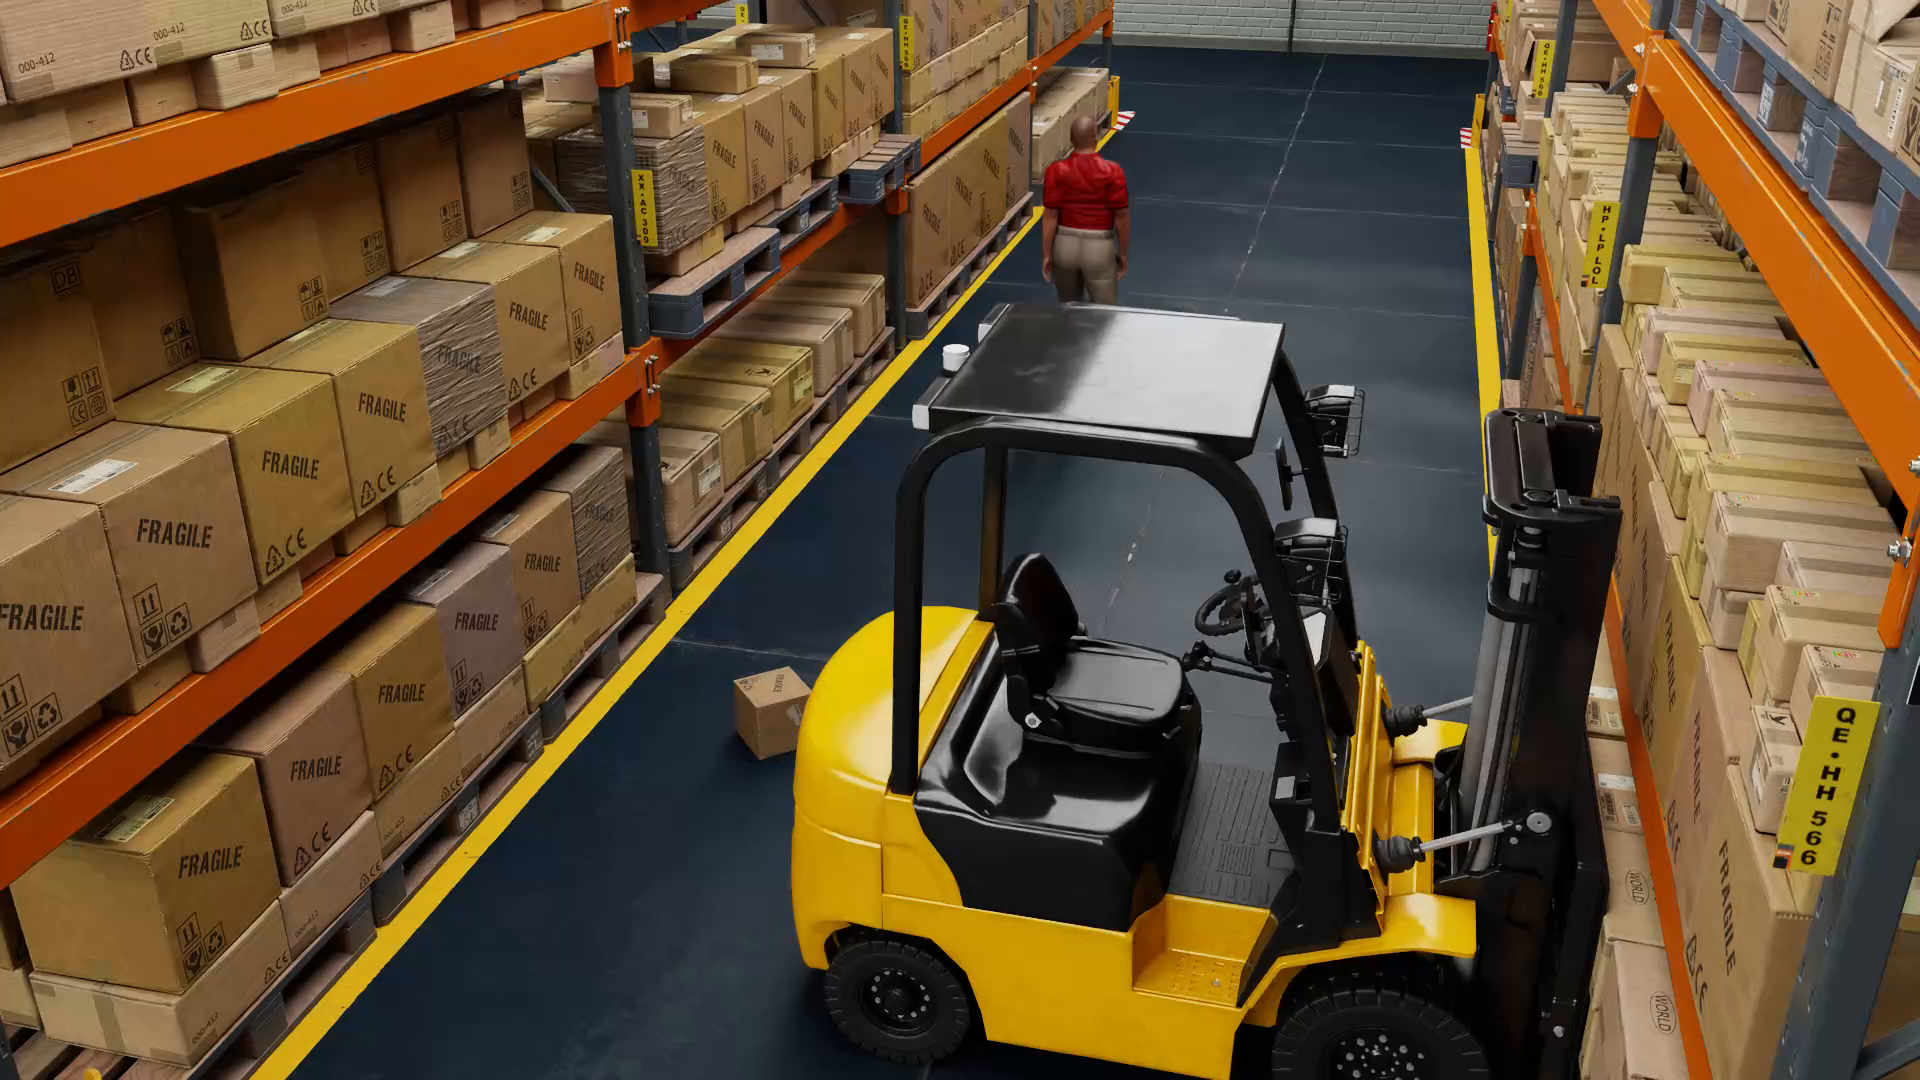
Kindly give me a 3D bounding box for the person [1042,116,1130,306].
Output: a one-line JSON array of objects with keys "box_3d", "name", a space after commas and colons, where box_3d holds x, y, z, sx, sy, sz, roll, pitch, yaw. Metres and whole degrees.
[{"box_3d": [0.784, -1.790, 10.410, 0.542, 1.694, 0.789, 6, 26, 13], "name": "person"}]
